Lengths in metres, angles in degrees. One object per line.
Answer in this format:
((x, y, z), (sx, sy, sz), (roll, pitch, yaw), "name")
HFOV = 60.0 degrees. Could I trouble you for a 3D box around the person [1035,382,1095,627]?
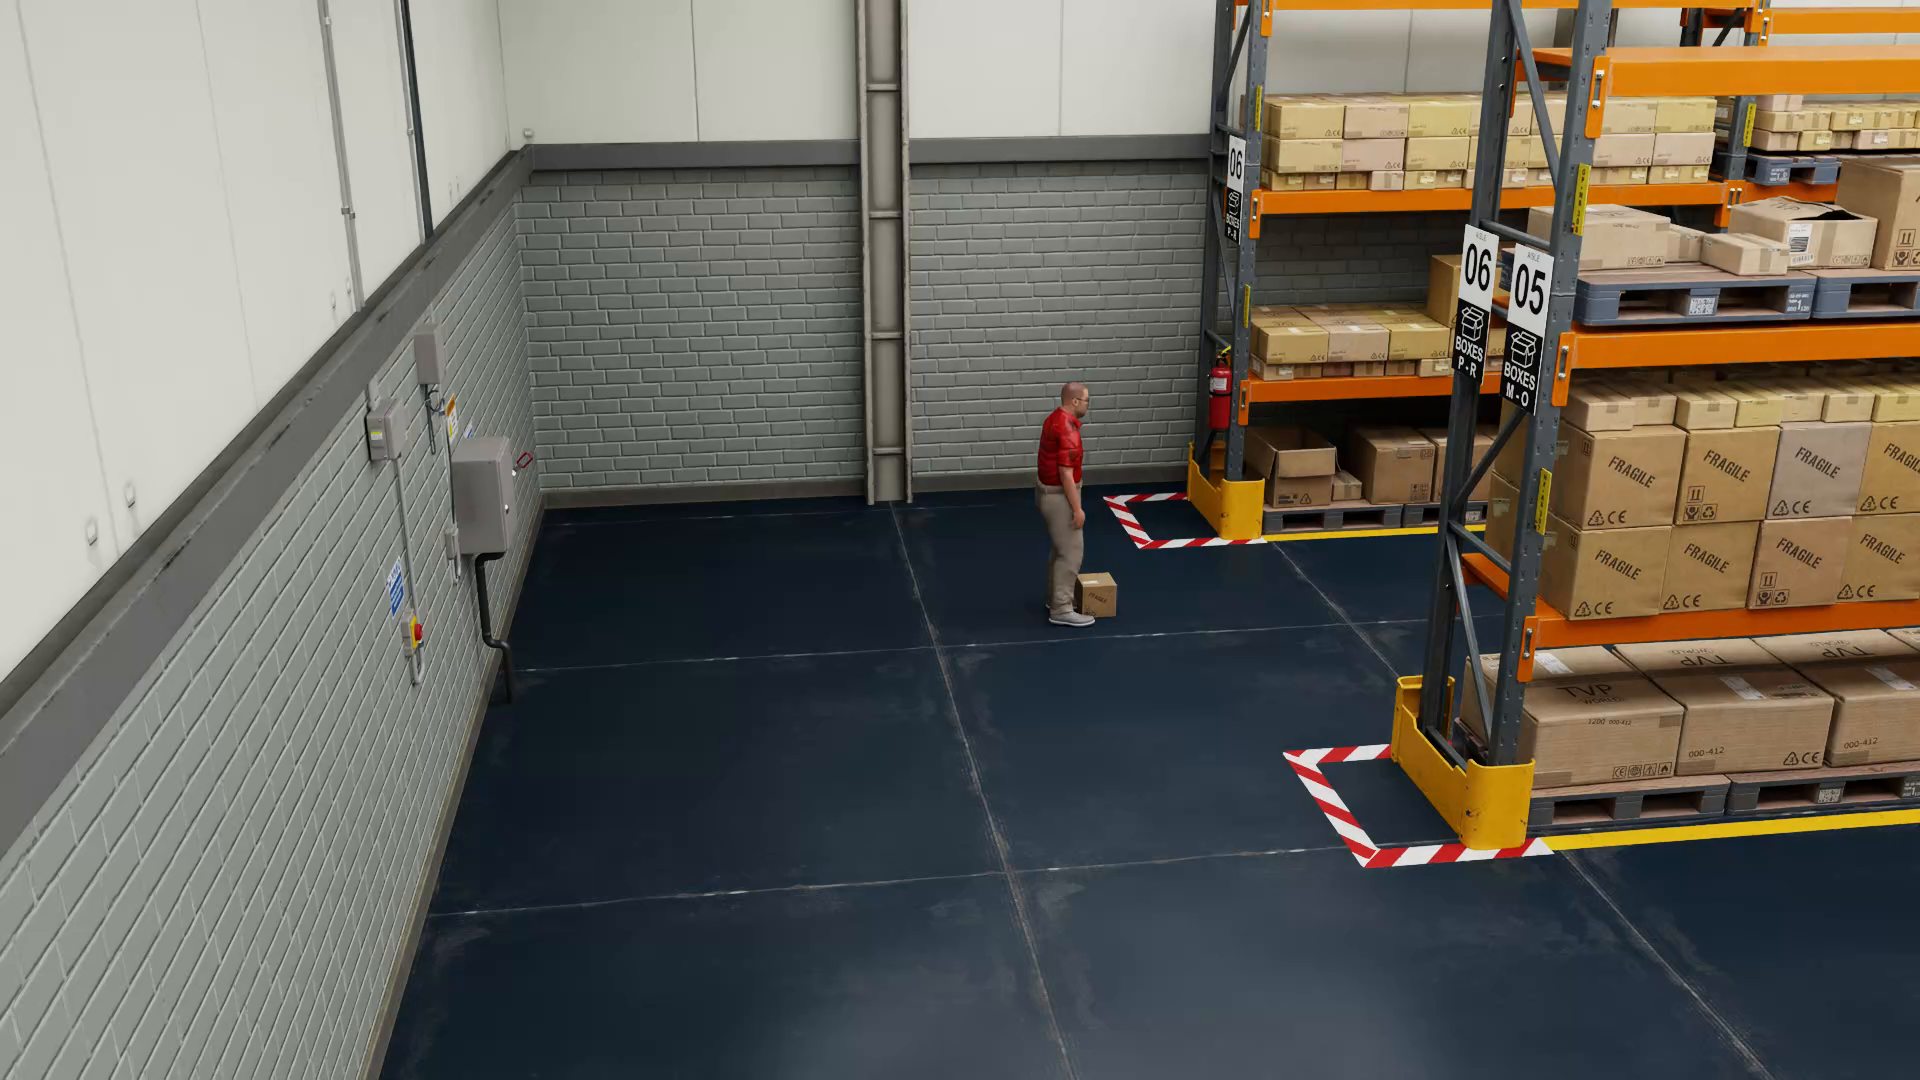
((0.759, -0.280, 11.866), (0.425, 1.727, 0.596), (-3, 20, -9), "person")
